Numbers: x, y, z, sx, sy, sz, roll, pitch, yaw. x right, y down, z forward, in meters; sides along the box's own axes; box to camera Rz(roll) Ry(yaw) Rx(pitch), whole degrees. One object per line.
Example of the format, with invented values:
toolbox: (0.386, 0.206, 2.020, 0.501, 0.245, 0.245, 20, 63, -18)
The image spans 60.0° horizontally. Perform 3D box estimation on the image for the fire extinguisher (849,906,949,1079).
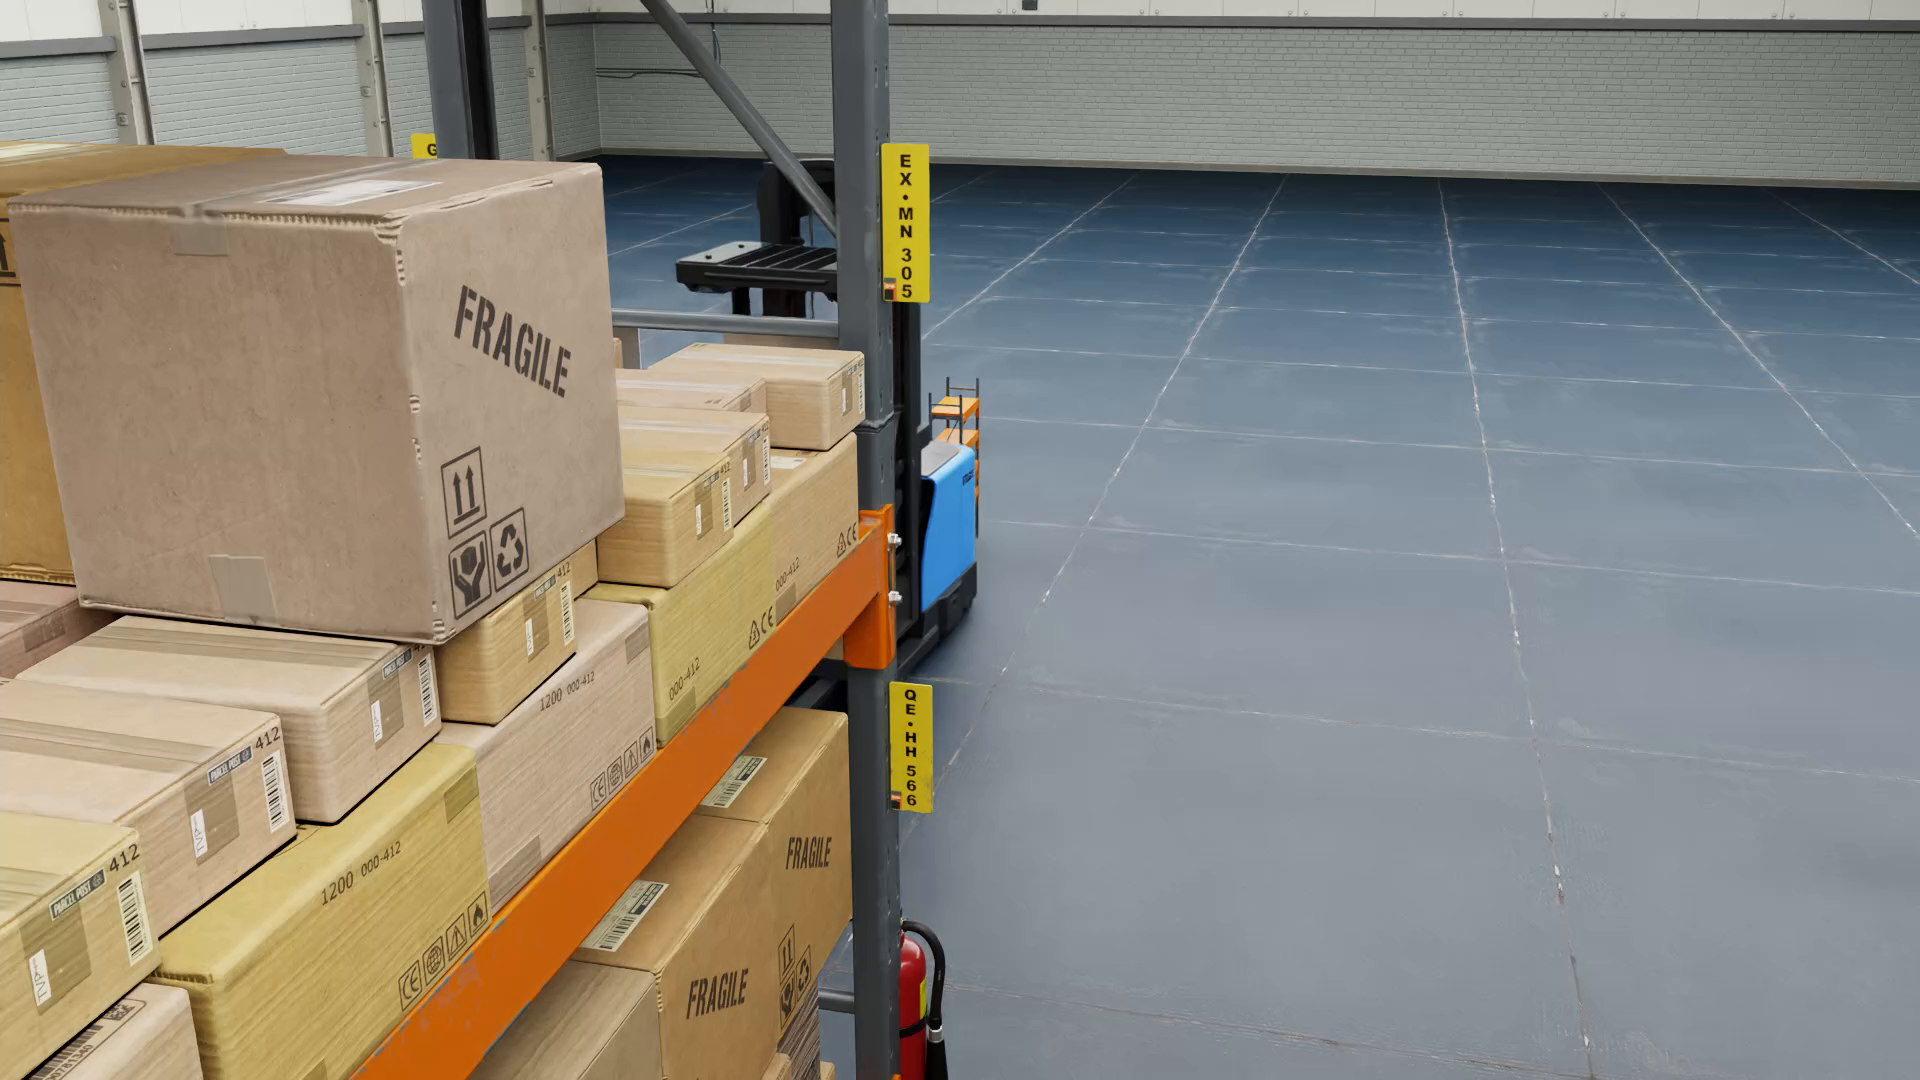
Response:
fire extinguisher: (-0.171, 1.167, 4.249, 0.296, 0.674, 0.183, 5, 19, 13)

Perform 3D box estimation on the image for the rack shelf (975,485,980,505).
rack shelf: (-0.040, -0.264, 11.928, 0.258, 0.148, 0.480, 5, 19, 13)

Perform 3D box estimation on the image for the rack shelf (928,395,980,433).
rack shelf: (-0.040, -0.888, 11.715, 0.258, 0.148, 0.480, 5, 19, 13)

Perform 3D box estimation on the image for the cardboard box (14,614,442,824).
cardboard box: (-0.848, 0.194, 1.953, 0.380, 0.149, 0.250, 4, 19, 11)

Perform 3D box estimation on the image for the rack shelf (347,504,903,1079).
rack shelf: (-1.134, 0.678, 2.034, 1.077, 0.370, 4.000, 5, 19, 13)

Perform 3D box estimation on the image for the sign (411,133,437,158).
sign: (-1.172, -0.746, 3.737, 0.100, 0.325, 0.005, 5, 19, 13)

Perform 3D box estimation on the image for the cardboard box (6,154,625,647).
cardboard box: (-0.779, -0.208, 2.127, 0.500, 0.500, 0.500, 5, 19, 13)

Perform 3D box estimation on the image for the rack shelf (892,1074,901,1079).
rack shelf: (-1.134, 2.097, 2.519, 1.077, 0.370, 4.000, 5, 19, 13)

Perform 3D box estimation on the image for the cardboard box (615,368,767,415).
cardboard box: (-0.588, -0.223, 3.174, 0.380, 0.149, 0.250, 4, 19, 12)

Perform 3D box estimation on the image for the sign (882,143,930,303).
sign: (-0.112, -0.658, 3.464, 0.100, 0.325, 0.005, 5, 19, 13)

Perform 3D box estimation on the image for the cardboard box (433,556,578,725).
cardboard box: (-0.736, 0.112, 2.194, 0.380, 0.149, 0.250, 4, 19, 11)

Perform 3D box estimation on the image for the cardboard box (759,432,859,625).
cardboard box: (-0.517, -0.047, 3.276, 0.500, 0.250, 0.500, 5, 20, 15)

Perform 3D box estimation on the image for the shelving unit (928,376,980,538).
shelving unit: (-0.040, -0.516, 11.842, 0.258, 1.200, 0.503, 5, 19, 13)

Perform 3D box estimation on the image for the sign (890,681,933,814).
sign: (-0.112, 0.483, 3.853, 0.100, 0.325, 0.005, 5, 19, 13)

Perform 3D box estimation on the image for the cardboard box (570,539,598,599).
cardboard box: (-0.768, 0.020, 2.464, 0.380, 0.149, 0.250, 5, 19, 14)

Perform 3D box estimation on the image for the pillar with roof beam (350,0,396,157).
pillar with roof beam: (-6.075, -9.918, 27.302, 9.100, 9.000, 0.400, 5, 19, 13)

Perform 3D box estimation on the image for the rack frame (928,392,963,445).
rack frame: (-0.100, -0.439, 11.618, 0.240, 1.200, 0.015, 5, 19, 13)

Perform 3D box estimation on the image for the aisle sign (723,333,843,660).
aisle sign: (-0.340, -0.096, 3.806, 0.394, 0.787, 0.004, 5, 19, 13)

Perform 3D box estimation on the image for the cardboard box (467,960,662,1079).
cardboard box: (-0.782, 0.974, 2.532, 0.500, 0.500, 0.500, 5, 19, 13)

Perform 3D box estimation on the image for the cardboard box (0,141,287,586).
cardboard box: (-1.270, -0.270, 2.308, 0.500, 0.500, 0.500, 5, 19, 13)

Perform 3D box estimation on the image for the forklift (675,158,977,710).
forklift: (-0.855, -0.577, 9.343, 1.130, 2.935, 3.031, 6, 20, 18)

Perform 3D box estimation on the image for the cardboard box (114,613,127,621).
cardboard box: (-1.288, 0.066, 2.328, 0.380, 0.149, 0.250, 4, 19, 11)

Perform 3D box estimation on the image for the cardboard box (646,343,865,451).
cardboard box: (-0.411, -0.295, 3.386, 0.380, 0.149, 0.250, 5, 19, 13)

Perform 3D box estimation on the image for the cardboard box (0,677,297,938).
cardboard box: (-0.933, 0.274, 1.719, 0.380, 0.149, 0.250, 5, 20, 15)

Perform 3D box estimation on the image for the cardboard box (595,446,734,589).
cardboard box: (-0.587, -0.048, 2.662, 0.380, 0.149, 0.250, 5, 19, 14)

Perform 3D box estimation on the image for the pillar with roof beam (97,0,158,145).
pillar with roof beam: (-7.541, -8.037, 21.796, 9.100, 9.000, 0.400, 5, 19, 13)

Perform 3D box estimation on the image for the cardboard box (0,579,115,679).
cardboard box: (-1.304, 0.148, 2.089, 0.380, 0.149, 0.250, 4, 19, 13)

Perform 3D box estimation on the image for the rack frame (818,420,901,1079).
rack frame: (-0.646, 1.130, 4.238, 1.000, 3.000, 0.127, 5, 19, 13)

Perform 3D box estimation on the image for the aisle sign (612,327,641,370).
aisle sign: (-0.921, -0.143, 3.944, 0.394, 0.787, 0.004, 5, 19, 13)

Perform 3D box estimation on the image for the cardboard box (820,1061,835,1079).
cardboard box: (-0.515, 1.355, 3.970, 0.380, 0.149, 0.250, 5, 19, 13)

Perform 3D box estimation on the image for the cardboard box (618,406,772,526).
cardboard box: (-0.549, -0.129, 2.898, 0.380, 0.149, 0.250, 4, 19, 11)

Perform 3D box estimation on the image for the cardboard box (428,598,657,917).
cardboard box: (-0.770, 0.269, 2.349, 0.500, 0.250, 0.500, 5, 20, 15)

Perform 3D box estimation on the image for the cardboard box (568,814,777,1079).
cardboard box: (-0.657, 0.818, 2.990, 0.500, 0.500, 0.500, 5, 19, 13)

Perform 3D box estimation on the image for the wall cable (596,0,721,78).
wall cable: (-6.782, -11.488, 36.702, 3.097, 2.526, 0.112, 5, 19, 13)

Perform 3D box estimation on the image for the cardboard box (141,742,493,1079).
cardboard box: (-0.888, 0.428, 1.887, 0.500, 0.250, 0.500, 4, 19, 12)

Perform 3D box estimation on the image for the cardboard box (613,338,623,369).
cardboard box: (-0.937, -0.339, 3.514, 0.380, 0.149, 0.250, 5, 19, 13)

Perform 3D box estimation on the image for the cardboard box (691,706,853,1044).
cardboard box: (-0.540, 0.661, 3.451, 0.500, 0.500, 0.500, 5, 19, 13)

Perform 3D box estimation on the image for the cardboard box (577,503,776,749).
cardboard box: (-0.636, 0.110, 2.818, 0.500, 0.250, 0.500, 5, 19, 14)

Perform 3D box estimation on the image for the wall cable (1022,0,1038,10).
wall cable: (2.420, -13.812, 33.441, 2.305, 6.003, 0.169, 5, 19, 13)

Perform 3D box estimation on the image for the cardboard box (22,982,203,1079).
cardboard box: (-1.009, 0.593, 1.401, 0.500, 0.250, 0.500, 4, 19, 11)

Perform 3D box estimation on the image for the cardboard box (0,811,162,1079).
cardboard box: (-0.963, 0.357, 1.475, 0.380, 0.149, 0.250, 4, 19, 12)

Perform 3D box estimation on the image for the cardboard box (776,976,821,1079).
cardboard box: (-0.807, 1.112, 3.676, 0.875, 0.500, 0.500, 5, 19, 13)

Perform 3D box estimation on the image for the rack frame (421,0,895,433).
rack frame: (-0.646, -1.709, 3.269, 1.000, 3.000, 0.127, 5, 19, 13)

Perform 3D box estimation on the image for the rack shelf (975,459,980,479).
rack shelf: (-0.040, -0.452, 11.863, 0.258, 0.148, 0.480, 5, 19, 13)

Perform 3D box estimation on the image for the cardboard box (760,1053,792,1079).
cardboard box: (-0.812, 1.278, 3.189, 0.875, 0.500, 0.500, 5, 19, 13)

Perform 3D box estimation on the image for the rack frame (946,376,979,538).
rack frame: (0.019, -0.592, 12.066, 0.240, 1.200, 0.015, 5, 19, 13)

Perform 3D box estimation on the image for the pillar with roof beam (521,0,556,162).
pillar with roof beam: (-4.609, -11.798, 32.807, 9.100, 9.000, 0.400, 5, 19, 13)

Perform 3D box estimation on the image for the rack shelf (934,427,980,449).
rack shelf: (-0.040, -0.664, 11.791, 0.258, 0.148, 0.480, 5, 19, 13)
